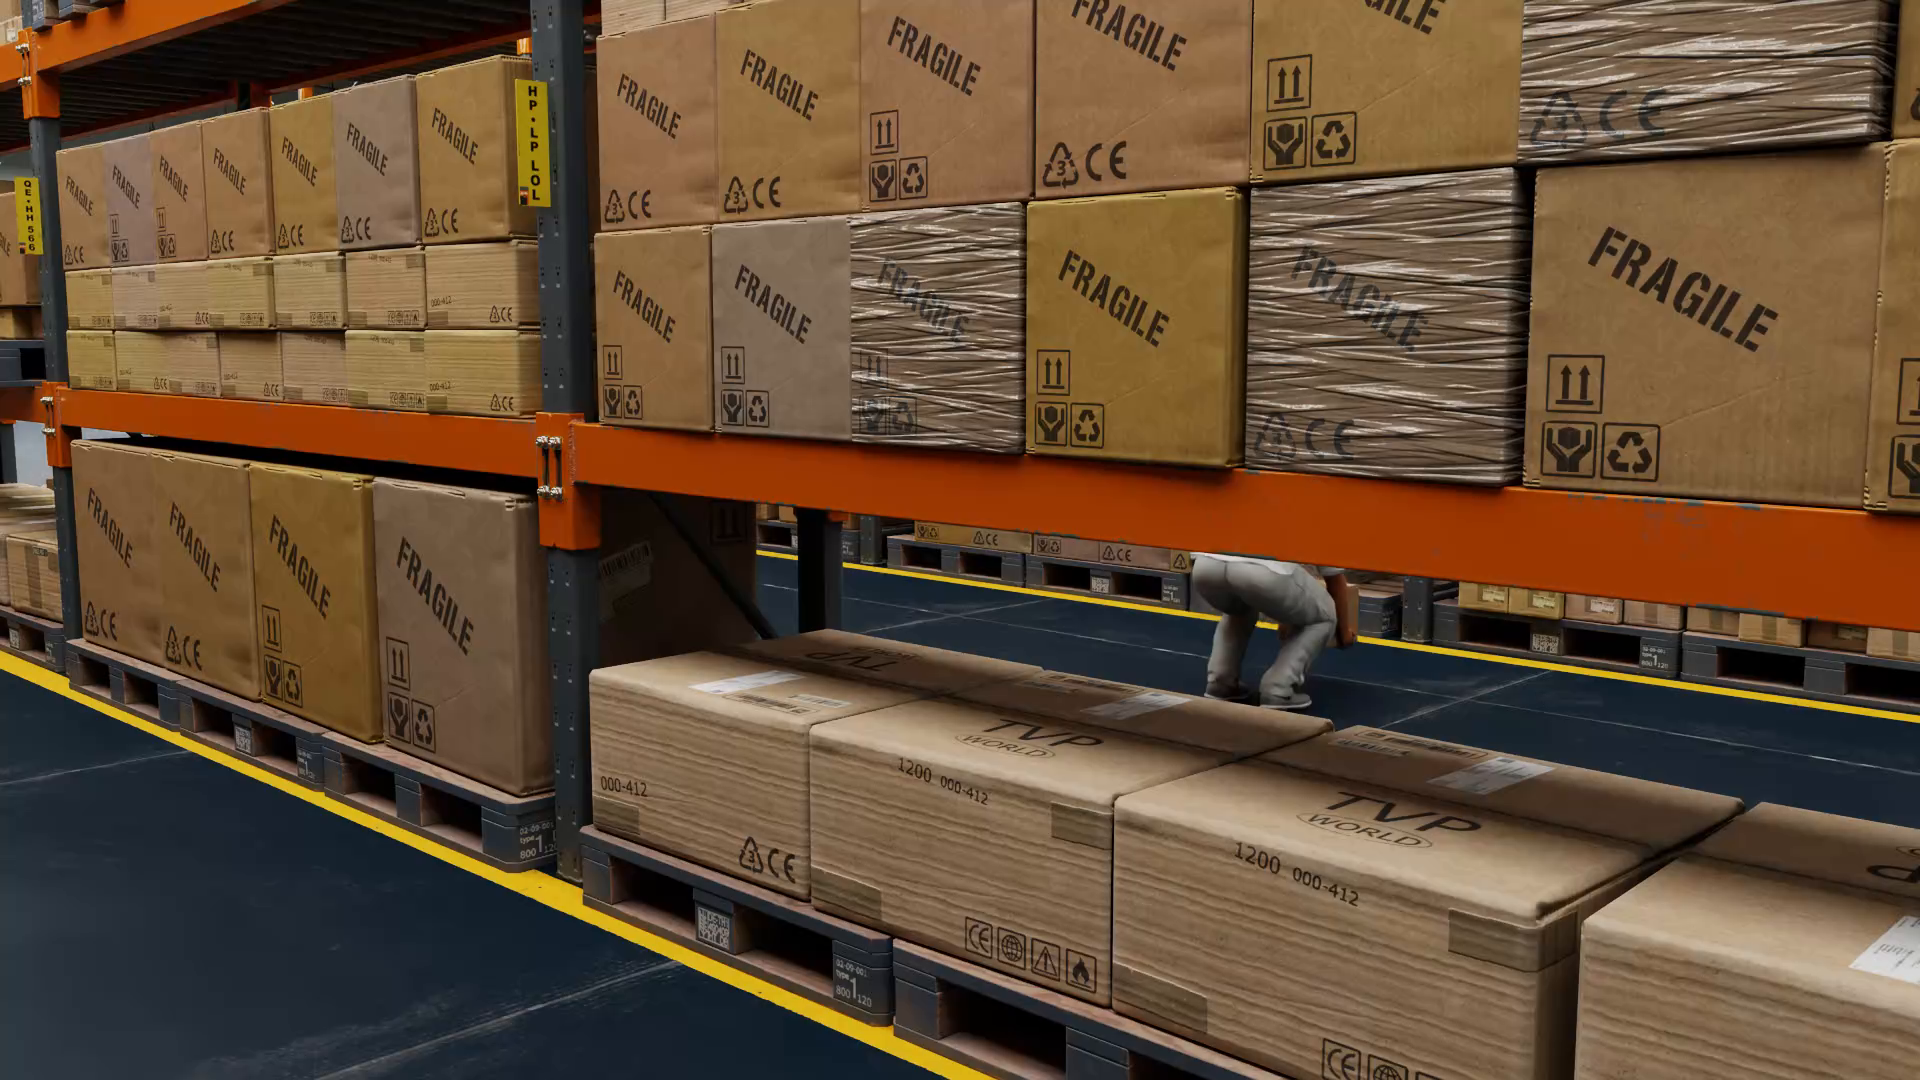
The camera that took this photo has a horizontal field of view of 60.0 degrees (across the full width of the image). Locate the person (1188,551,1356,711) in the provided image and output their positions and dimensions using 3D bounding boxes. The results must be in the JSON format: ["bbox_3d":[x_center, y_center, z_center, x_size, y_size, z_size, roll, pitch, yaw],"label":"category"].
[{"bbox_3d":[1.329,0.213,6.996,0.521,0.940,0.915,6,10,41],"label":"person"}]
